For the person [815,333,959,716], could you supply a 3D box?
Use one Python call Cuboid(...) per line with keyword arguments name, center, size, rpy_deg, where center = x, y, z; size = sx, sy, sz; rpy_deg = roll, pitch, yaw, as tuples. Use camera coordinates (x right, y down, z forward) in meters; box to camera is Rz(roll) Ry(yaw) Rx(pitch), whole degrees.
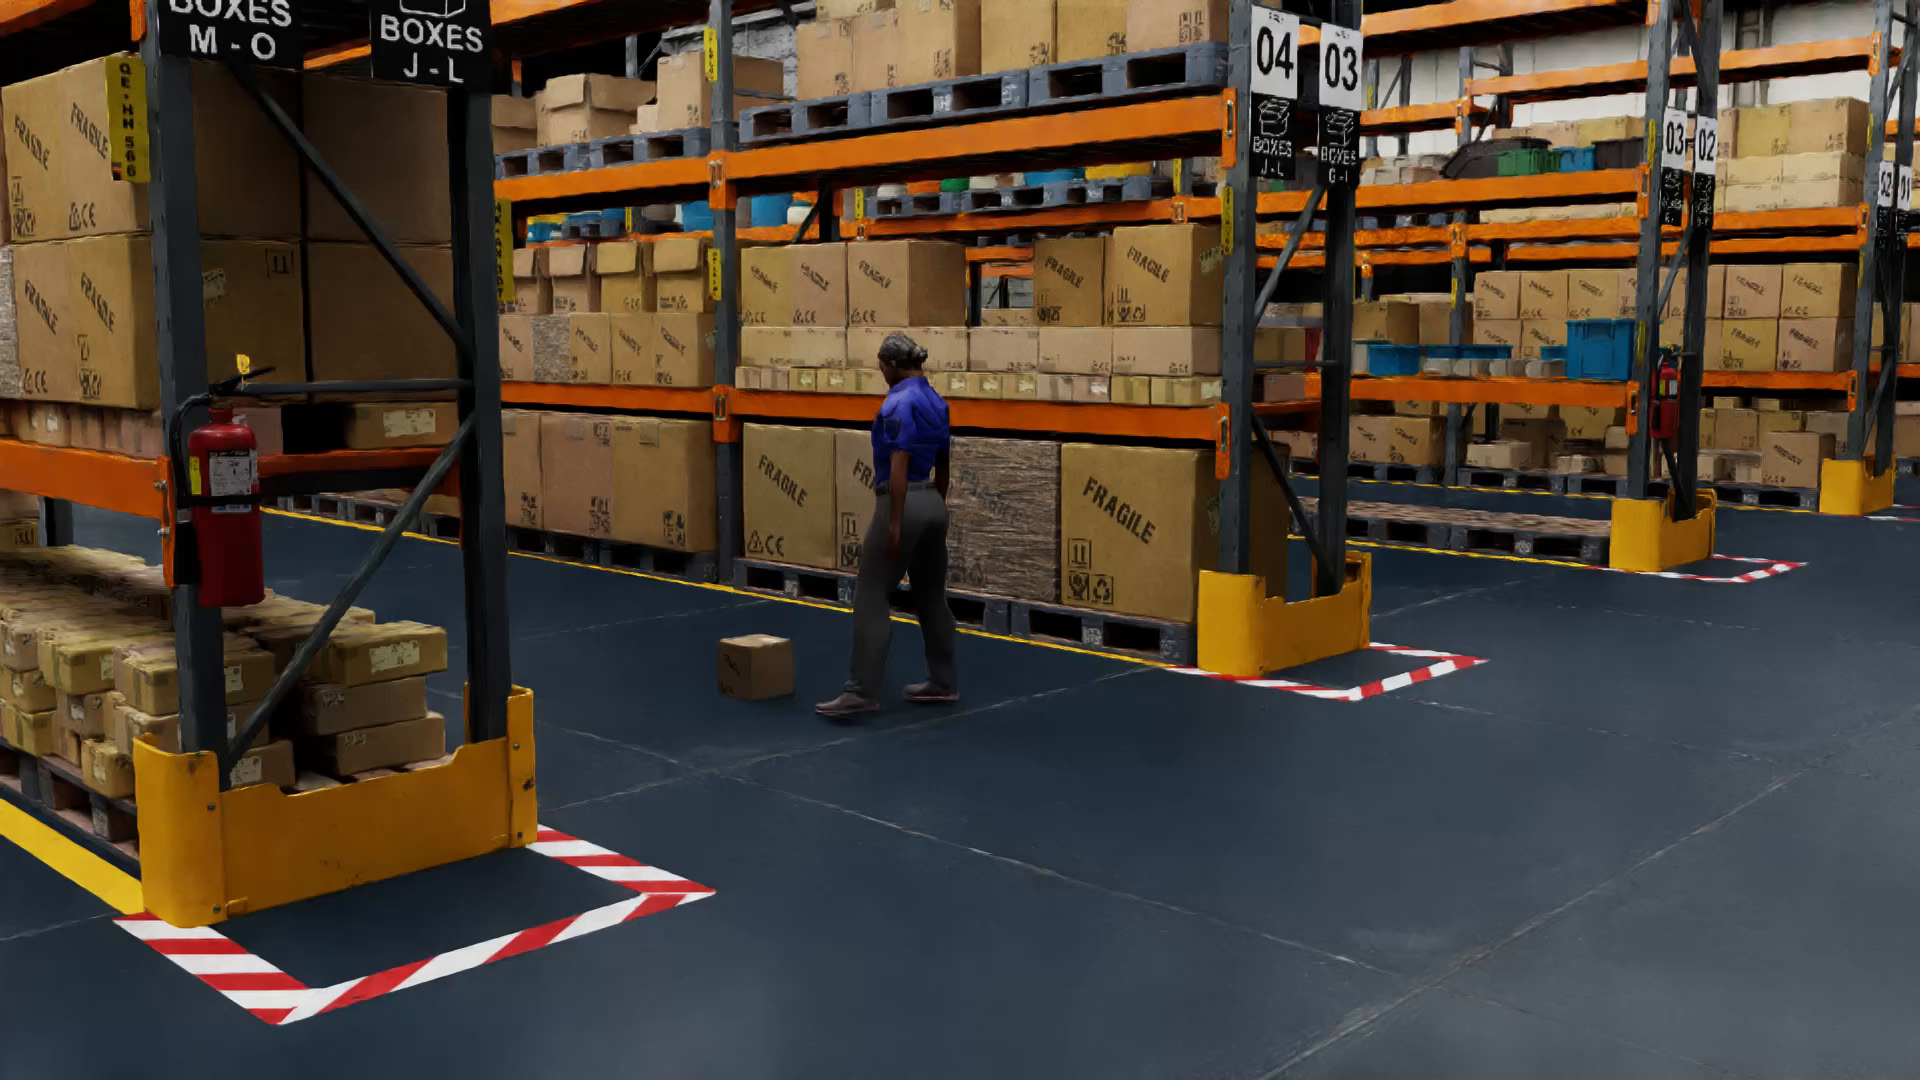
Cuboid(name="person", center=(-0.307, -0.070, 7.235), size=(0.426, 1.647, 0.649), rpy_deg=(4, 8, 29))
